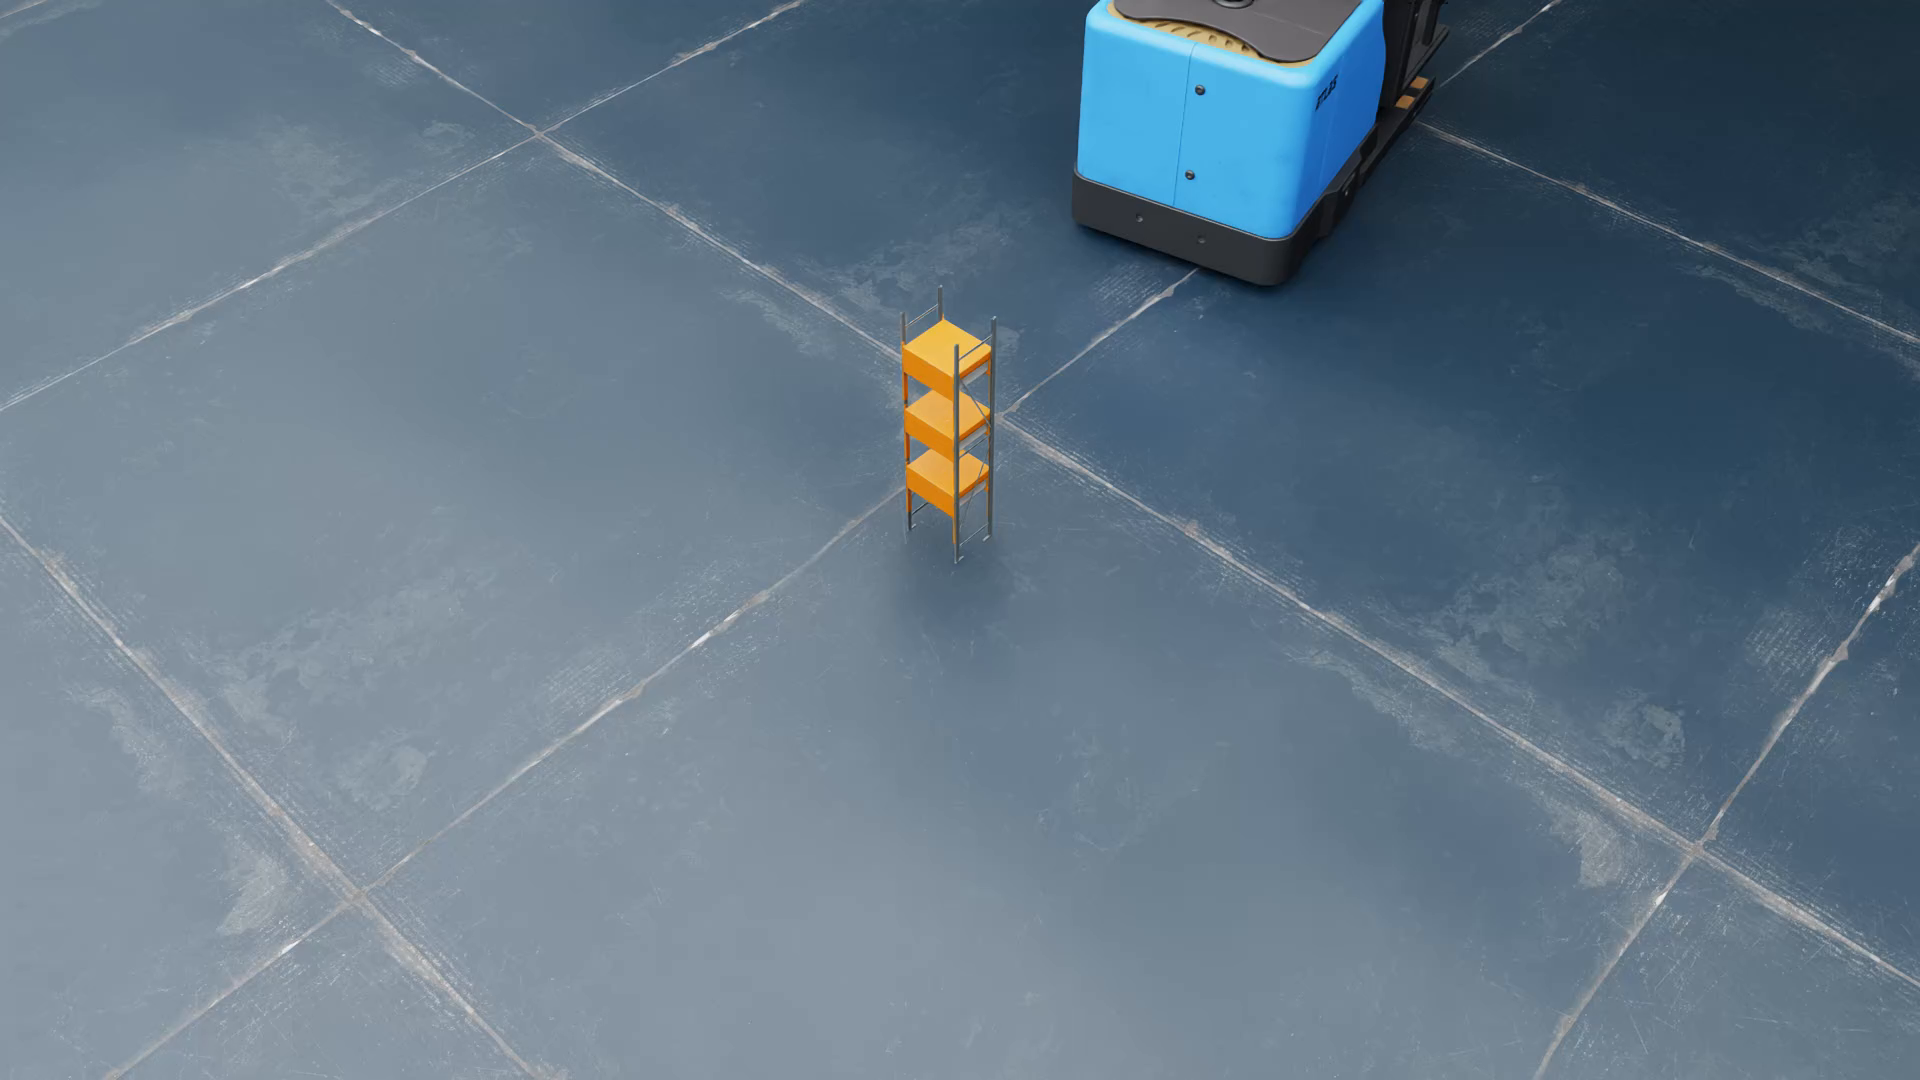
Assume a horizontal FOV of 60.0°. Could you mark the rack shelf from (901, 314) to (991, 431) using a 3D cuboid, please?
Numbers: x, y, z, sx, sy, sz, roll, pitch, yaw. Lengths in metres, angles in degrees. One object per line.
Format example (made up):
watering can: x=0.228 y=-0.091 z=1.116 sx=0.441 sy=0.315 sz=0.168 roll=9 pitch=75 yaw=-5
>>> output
rack shelf: x=-0.039 y=-0.573 z=5.693 sx=0.240 sy=0.259 sz=0.215 roll=34 pitch=55 yaw=28

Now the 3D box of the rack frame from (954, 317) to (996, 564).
rack frame: x=0.050 y=-0.325 z=5.835 sx=0.008 sy=1.050 sz=0.200 roll=34 pitch=55 yaw=28

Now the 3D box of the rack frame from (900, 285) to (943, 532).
rack frame: x=-0.129 y=-0.446 z=5.949 sx=0.008 sy=1.050 sz=0.200 roll=34 pitch=55 yaw=28

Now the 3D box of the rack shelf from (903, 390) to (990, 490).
rack shelf: x=-0.039 y=-0.379 z=5.900 sx=0.240 sy=0.259 sz=0.215 roll=34 pitch=55 yaw=28

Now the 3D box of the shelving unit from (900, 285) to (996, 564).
shelving unit: x=-0.039 y=-0.386 z=5.892 sx=0.252 sy=1.050 sz=0.215 roll=34 pitch=55 yaw=28

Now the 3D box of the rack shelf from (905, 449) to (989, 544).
rack shelf: x=-0.039 y=-0.188 z=6.102 sx=0.240 sy=0.259 sz=0.215 roll=34 pitch=55 yaw=28

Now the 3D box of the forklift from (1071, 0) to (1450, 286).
forklift: x=1.688 y=-3.167 z=7.213 sx=1.130 sy=2.935 sz=3.031 roll=23 pitch=51 yaw=20
